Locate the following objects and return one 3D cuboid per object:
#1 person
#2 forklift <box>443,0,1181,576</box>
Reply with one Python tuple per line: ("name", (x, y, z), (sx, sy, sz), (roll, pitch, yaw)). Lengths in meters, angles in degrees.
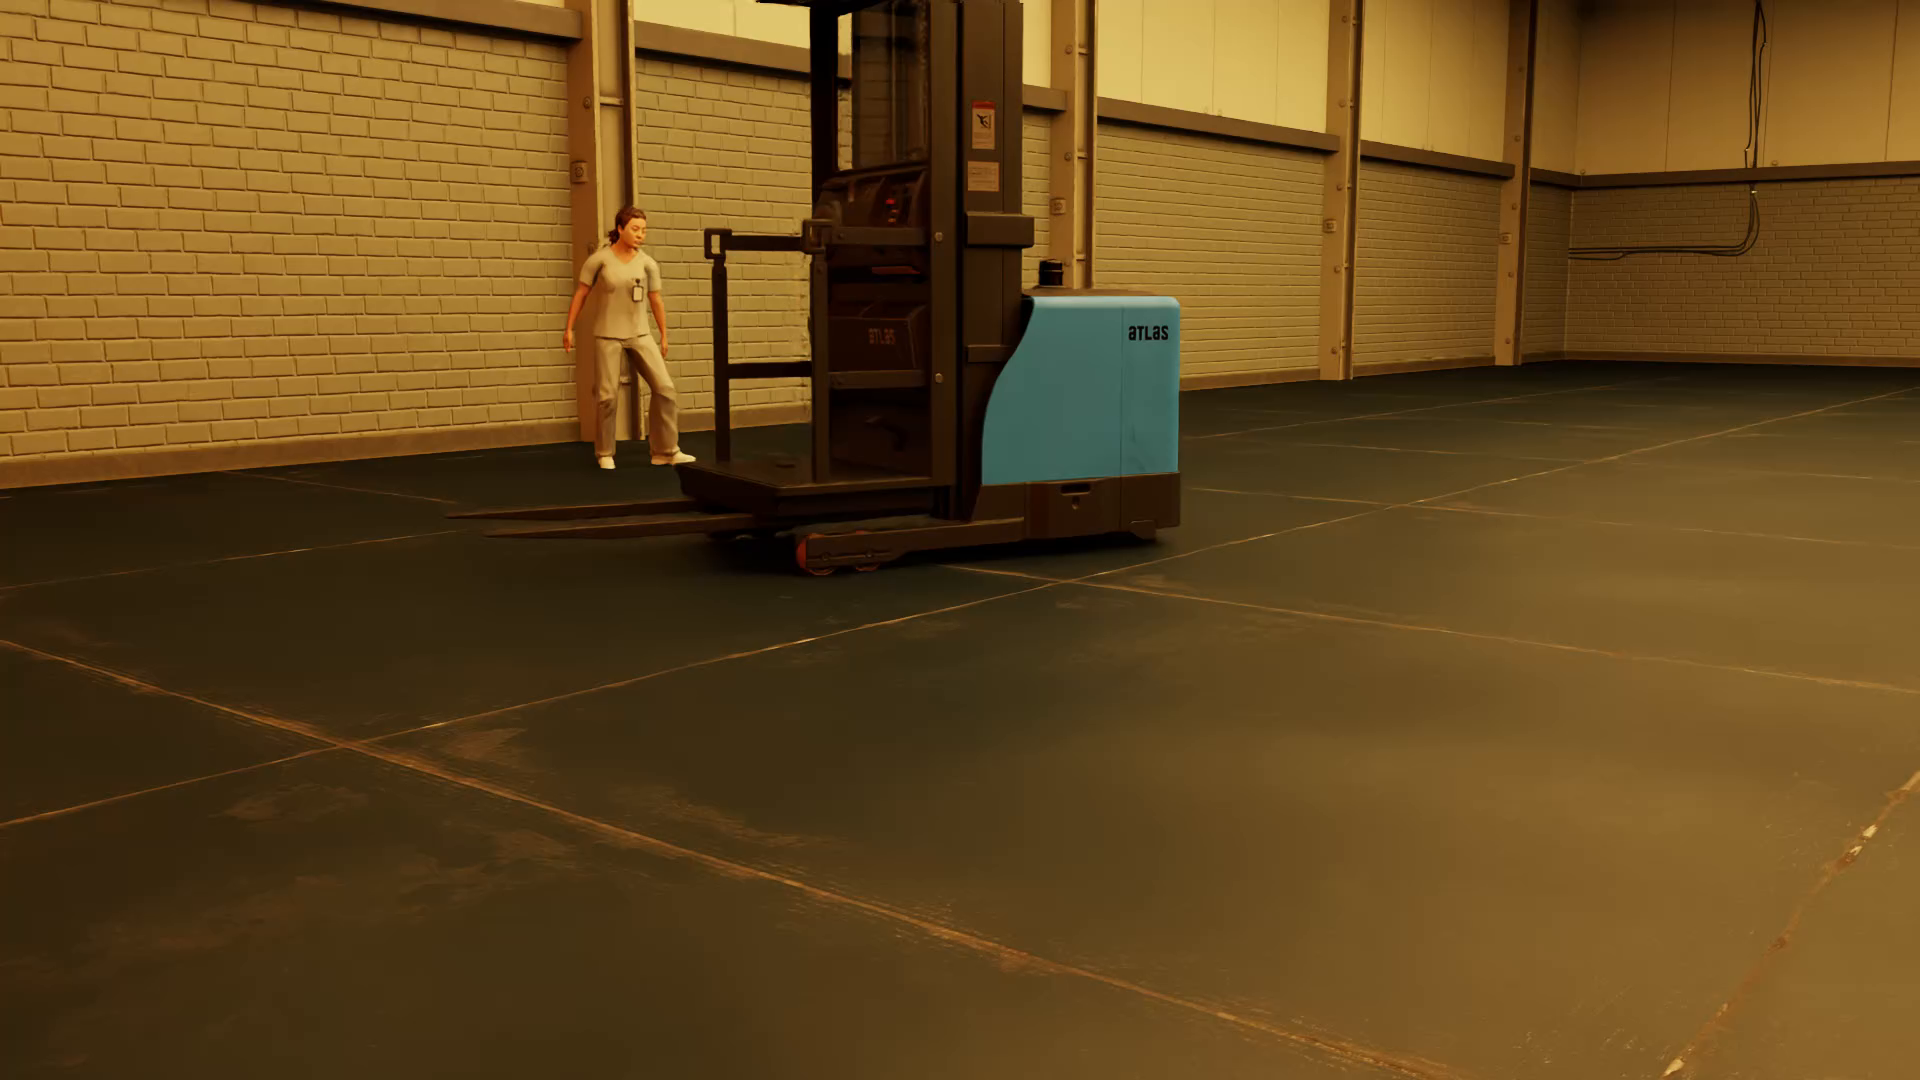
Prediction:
("person", (-2.105, -1.267, 10.513), (0.794, 1.643, 0.403), (-3, 9, -19))
("forklift", (-0.559, -1.397, 6.827), (3.031, 2.935, 1.130), (-5, 10, -30))
